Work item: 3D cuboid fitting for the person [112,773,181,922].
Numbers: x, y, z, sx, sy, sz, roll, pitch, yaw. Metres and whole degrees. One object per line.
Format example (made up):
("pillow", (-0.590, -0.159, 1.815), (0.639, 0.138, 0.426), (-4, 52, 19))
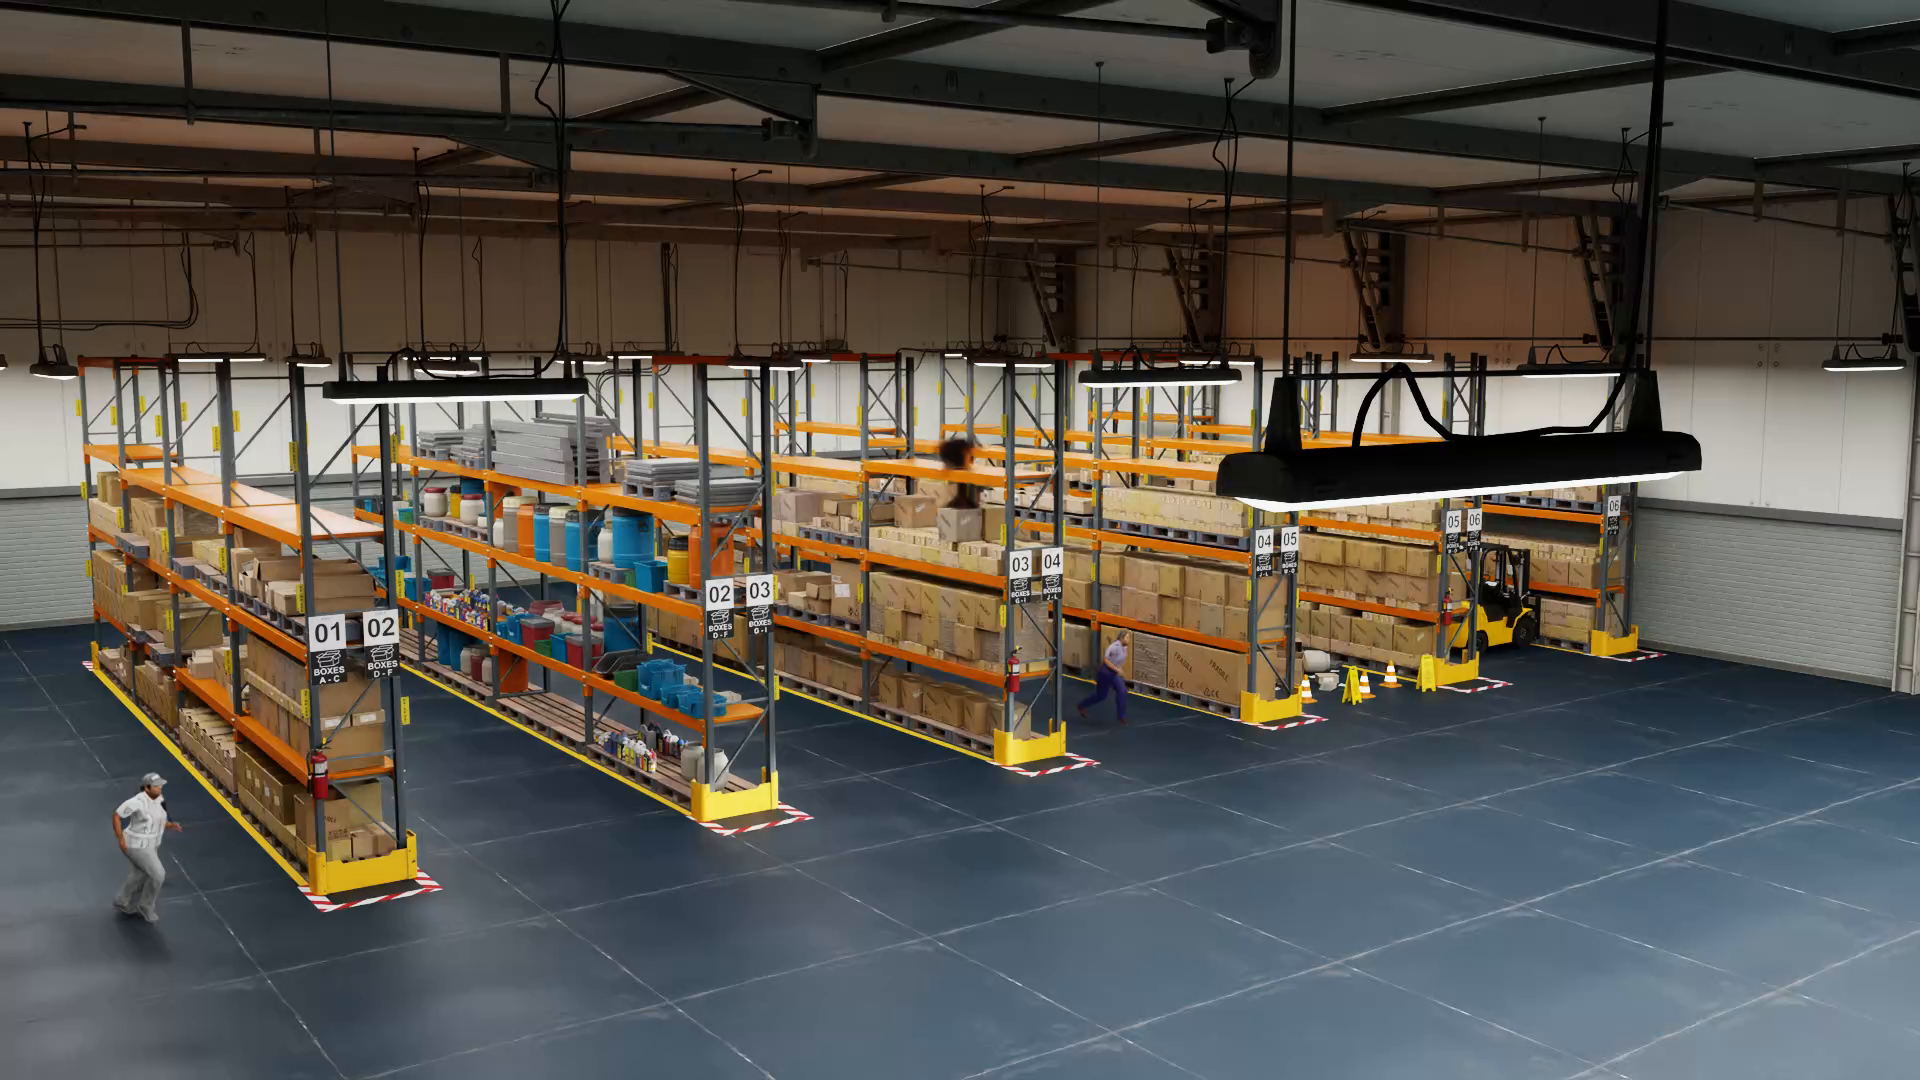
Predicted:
("person", (-8.910, 3.364, 18.131), (0.849, 1.681, 0.533), (1, 7, 5))

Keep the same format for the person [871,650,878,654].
("person", (-1.609, 1.442, 33.291), (0.733, 1.733, 0.693), (-4, 8, -29))

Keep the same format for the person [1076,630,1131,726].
("person", (2.392, 2.254, 27.422), (0.974, 1.617, 0.645), (3, 8, 23))

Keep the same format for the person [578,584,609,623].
("person", (-7.548, 1.325, 34.285), (0.634, 1.725, 0.608), (-4, 8, -32))

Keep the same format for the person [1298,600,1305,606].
("person", (7.623, 1.104, 35.967), (0.954, 1.753, 0.677), (6, 9, 42))
